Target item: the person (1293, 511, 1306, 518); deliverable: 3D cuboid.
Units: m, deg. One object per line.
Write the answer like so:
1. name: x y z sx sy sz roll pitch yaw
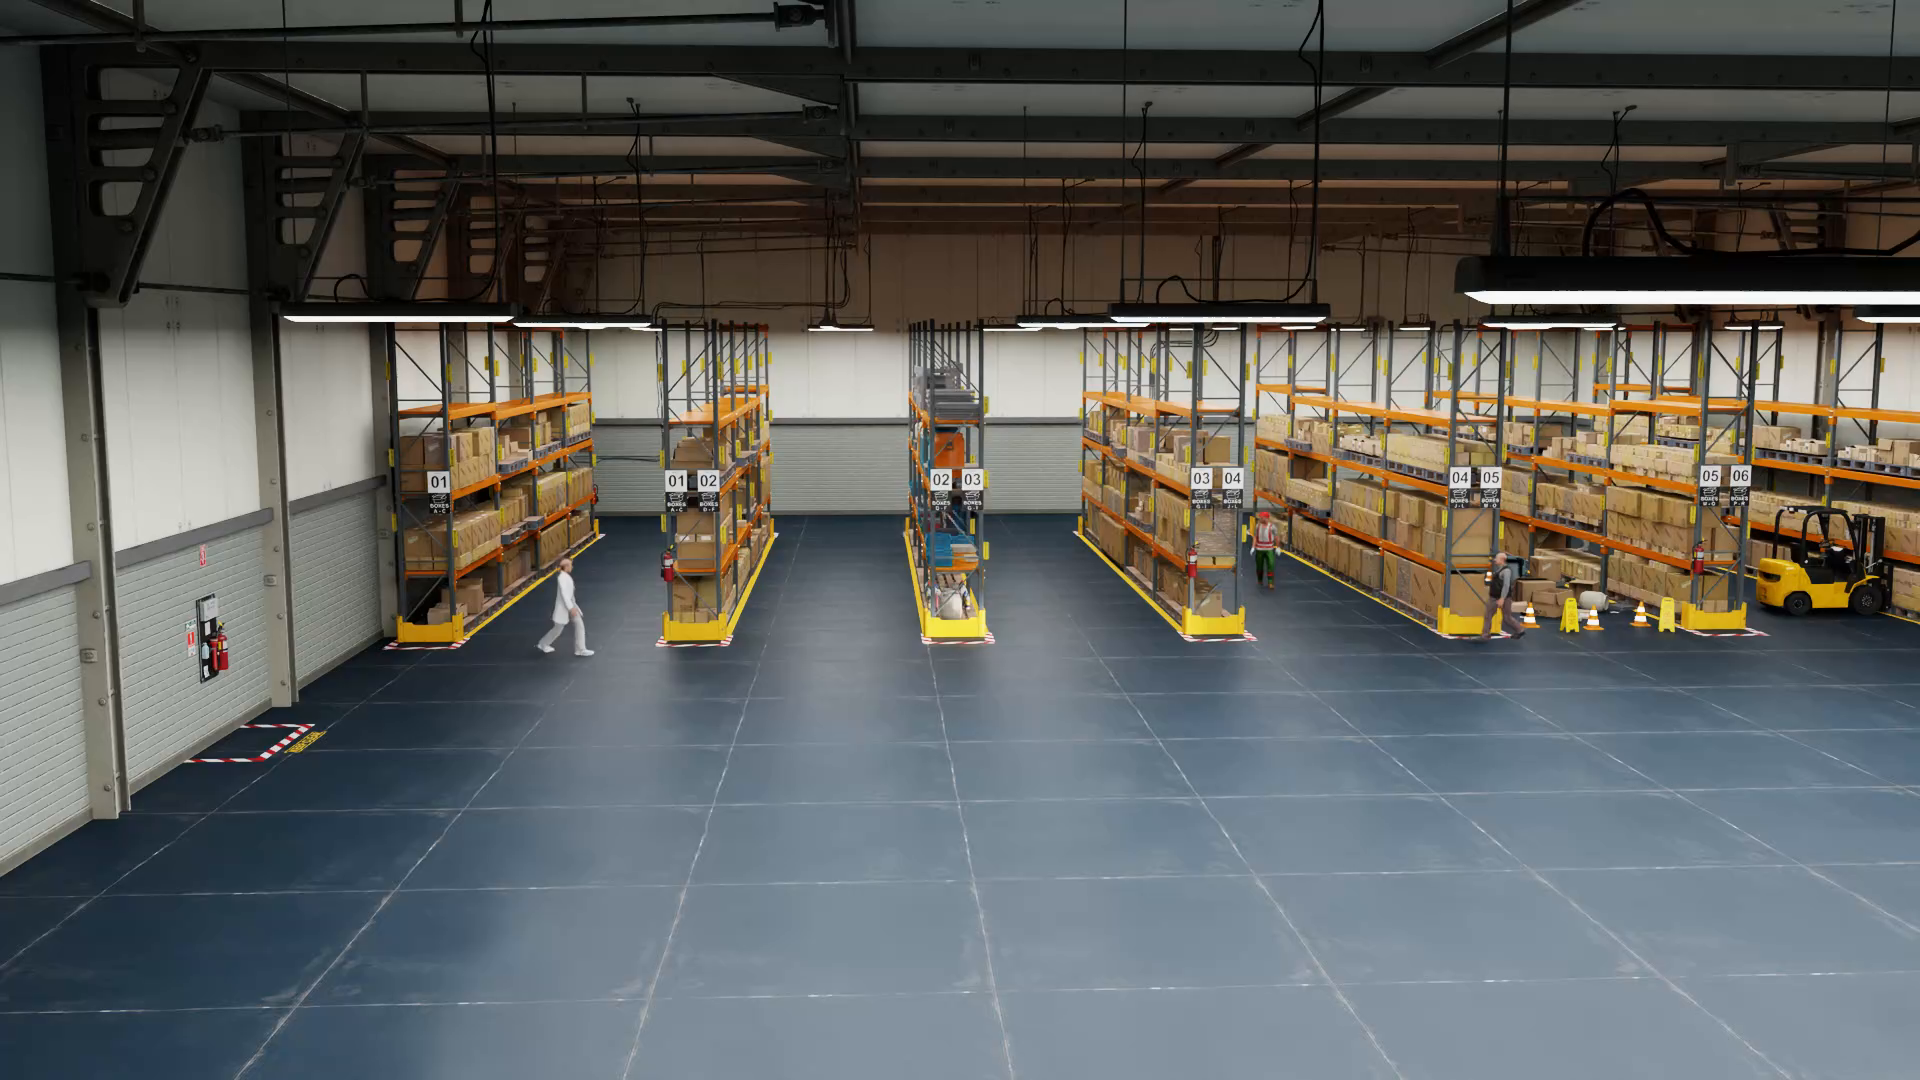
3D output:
1. person: 10.309 -1.379 50.730 0.593 1.656 0.458 -6 9 -41

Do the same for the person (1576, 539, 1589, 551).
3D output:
1. person: 16.602 -0.560 44.215 0.368 1.683 0.528 1 7 12

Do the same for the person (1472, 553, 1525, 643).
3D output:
1. person: 10.057 1.080 30.878 0.981 1.697 0.509 -3 8 -24

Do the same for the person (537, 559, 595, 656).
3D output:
1. person: -7.062 1.207 29.658 1.061 1.737 0.528 3 8 22

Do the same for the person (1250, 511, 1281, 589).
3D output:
1. person: 6.897 0.211 37.465 0.687 1.719 1.052 1 7 4
